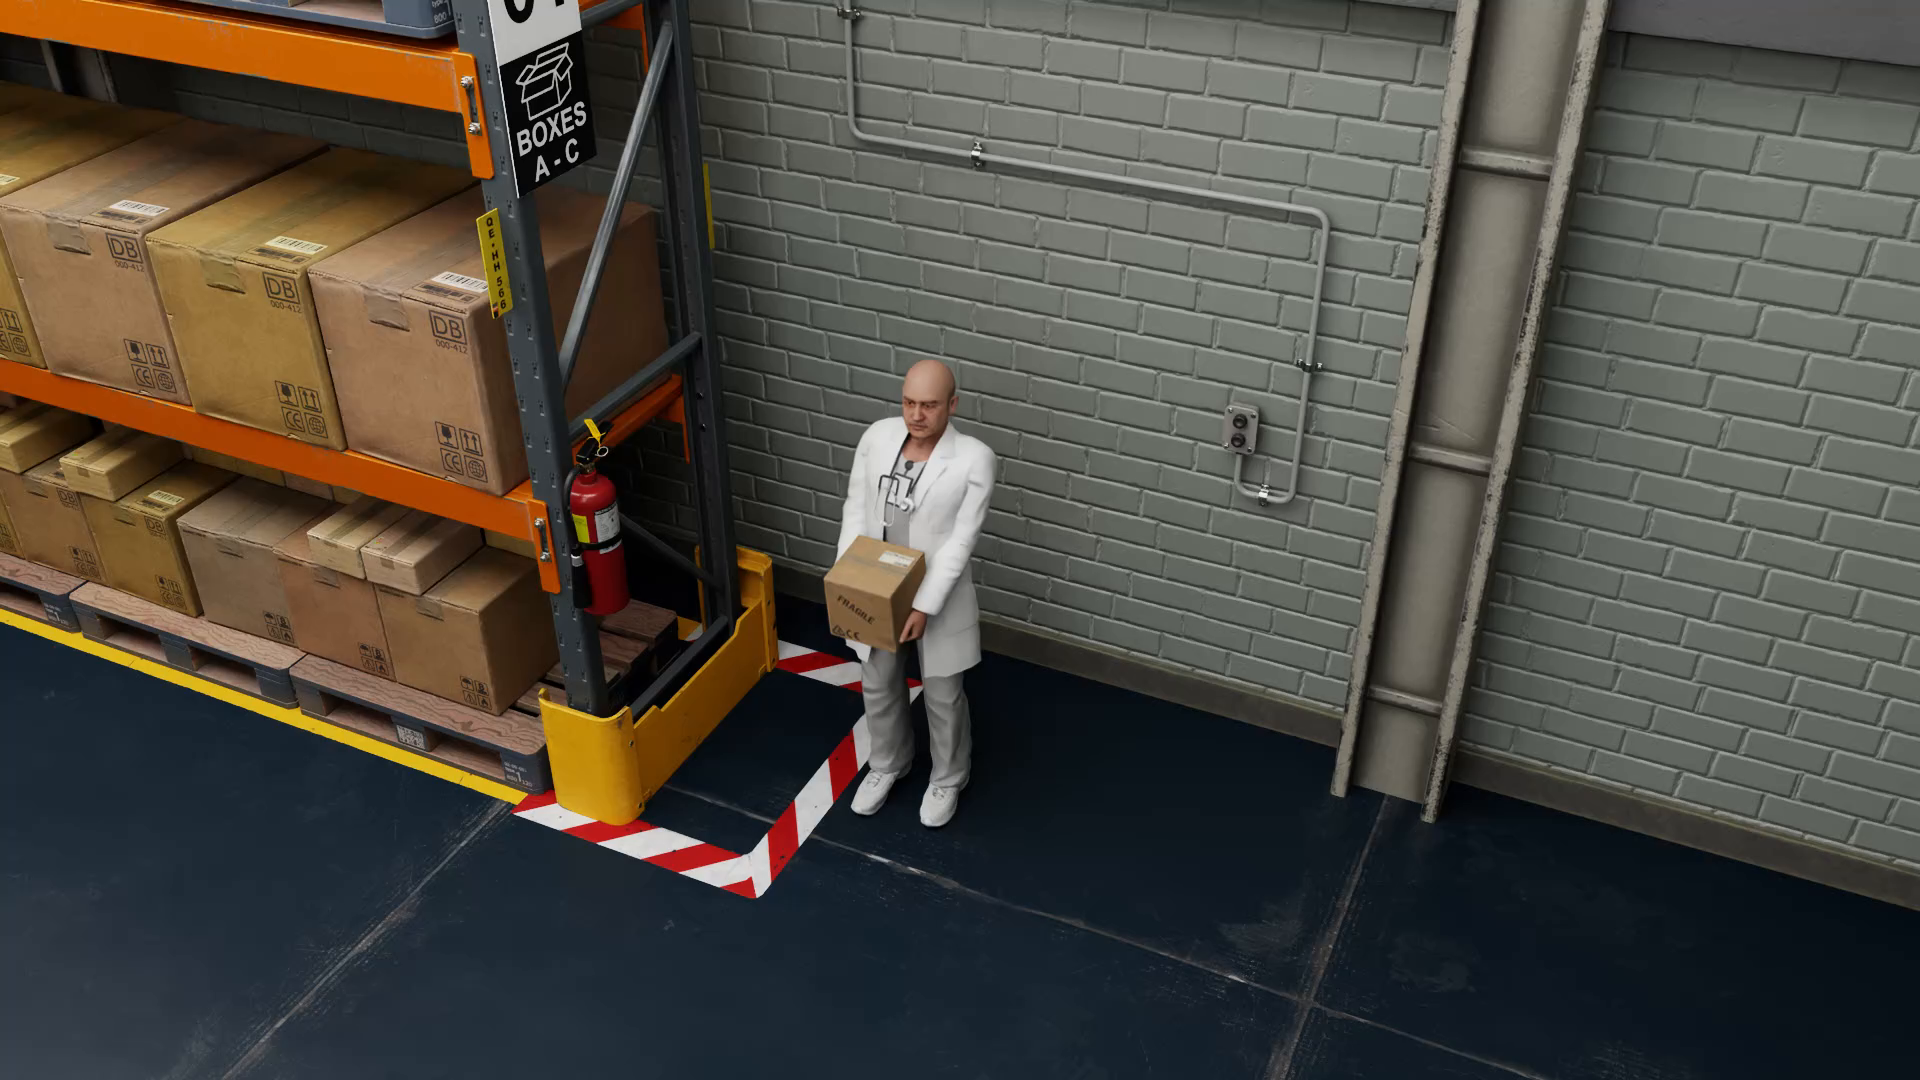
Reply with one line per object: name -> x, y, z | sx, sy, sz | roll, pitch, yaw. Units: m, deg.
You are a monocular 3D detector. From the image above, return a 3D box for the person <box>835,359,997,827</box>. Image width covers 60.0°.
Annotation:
person -> -0.189, 0.242, 5.790 | 0.529, 1.772, 0.553 | 15, 36, 21
